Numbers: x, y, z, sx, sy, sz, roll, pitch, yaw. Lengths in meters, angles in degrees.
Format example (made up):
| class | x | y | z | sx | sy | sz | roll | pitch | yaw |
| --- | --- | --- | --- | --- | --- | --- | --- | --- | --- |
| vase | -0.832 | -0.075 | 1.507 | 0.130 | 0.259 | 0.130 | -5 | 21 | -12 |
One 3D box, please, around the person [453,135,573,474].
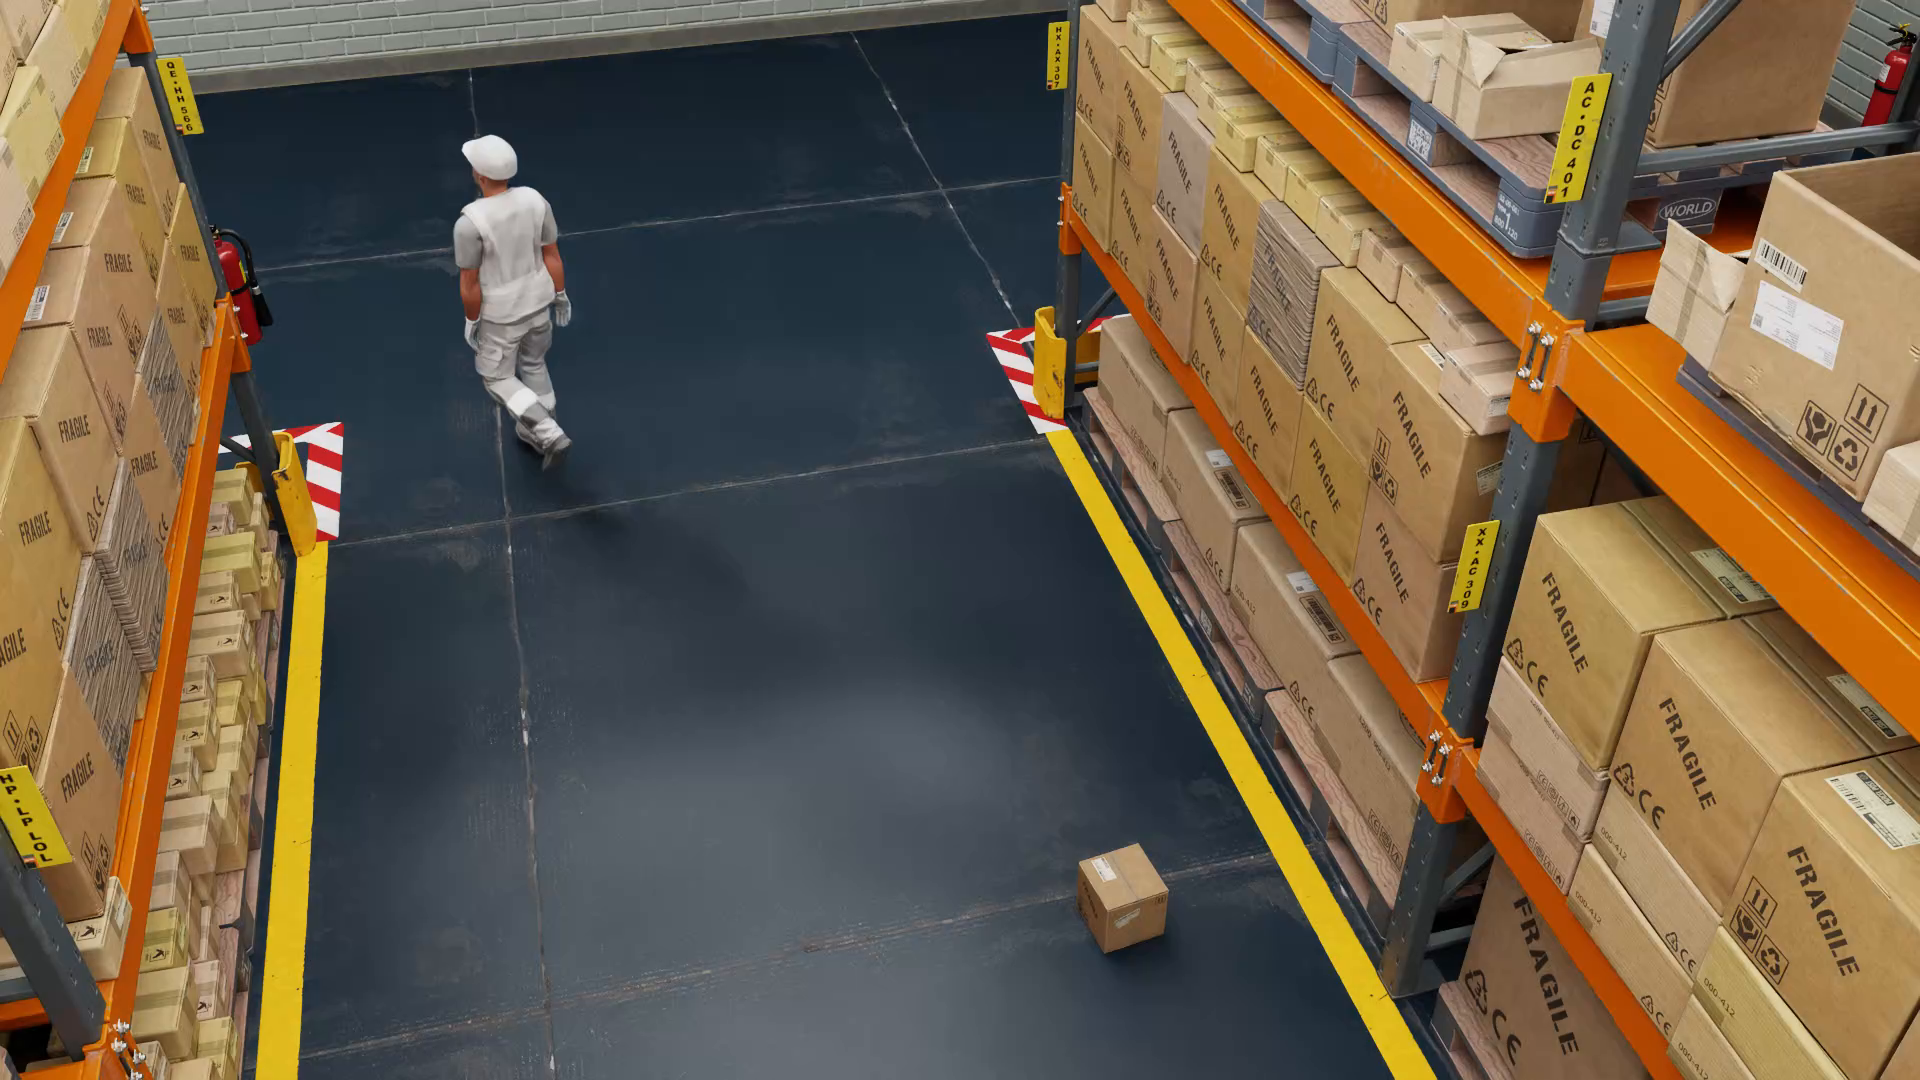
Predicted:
| class | x | y | z | sx | sy | sz | roll | pitch | yaw |
| --- | --- | --- | --- | --- | --- | --- | --- | --- | --- |
| person | -2.132 | -1.106 | 8.091 | 0.714 | 1.779 | 0.565 | 31 | 47 | 34 |
